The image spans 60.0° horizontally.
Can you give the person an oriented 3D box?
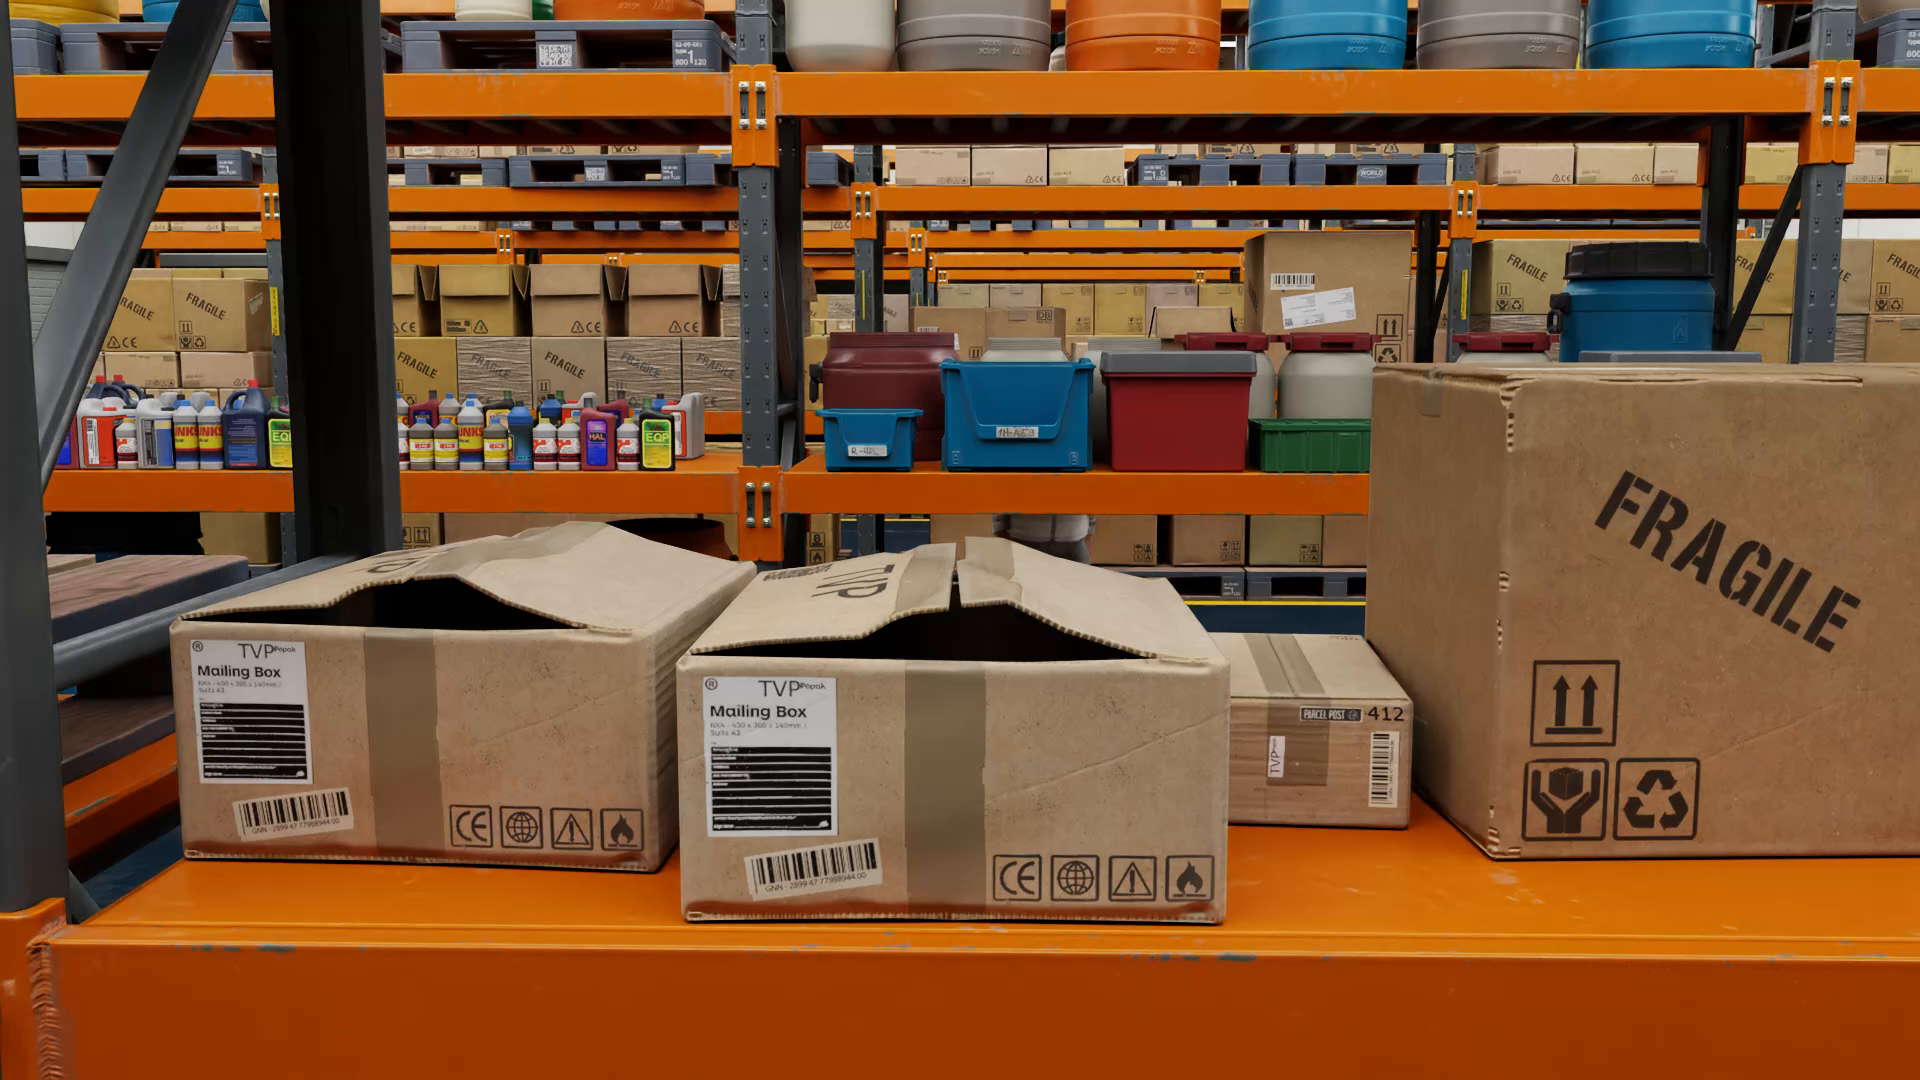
[{"bbox_3d":[0.420,-0.015,7.664,0.622,1.763,0.656,-2,7,-17],"label":"person"}]
